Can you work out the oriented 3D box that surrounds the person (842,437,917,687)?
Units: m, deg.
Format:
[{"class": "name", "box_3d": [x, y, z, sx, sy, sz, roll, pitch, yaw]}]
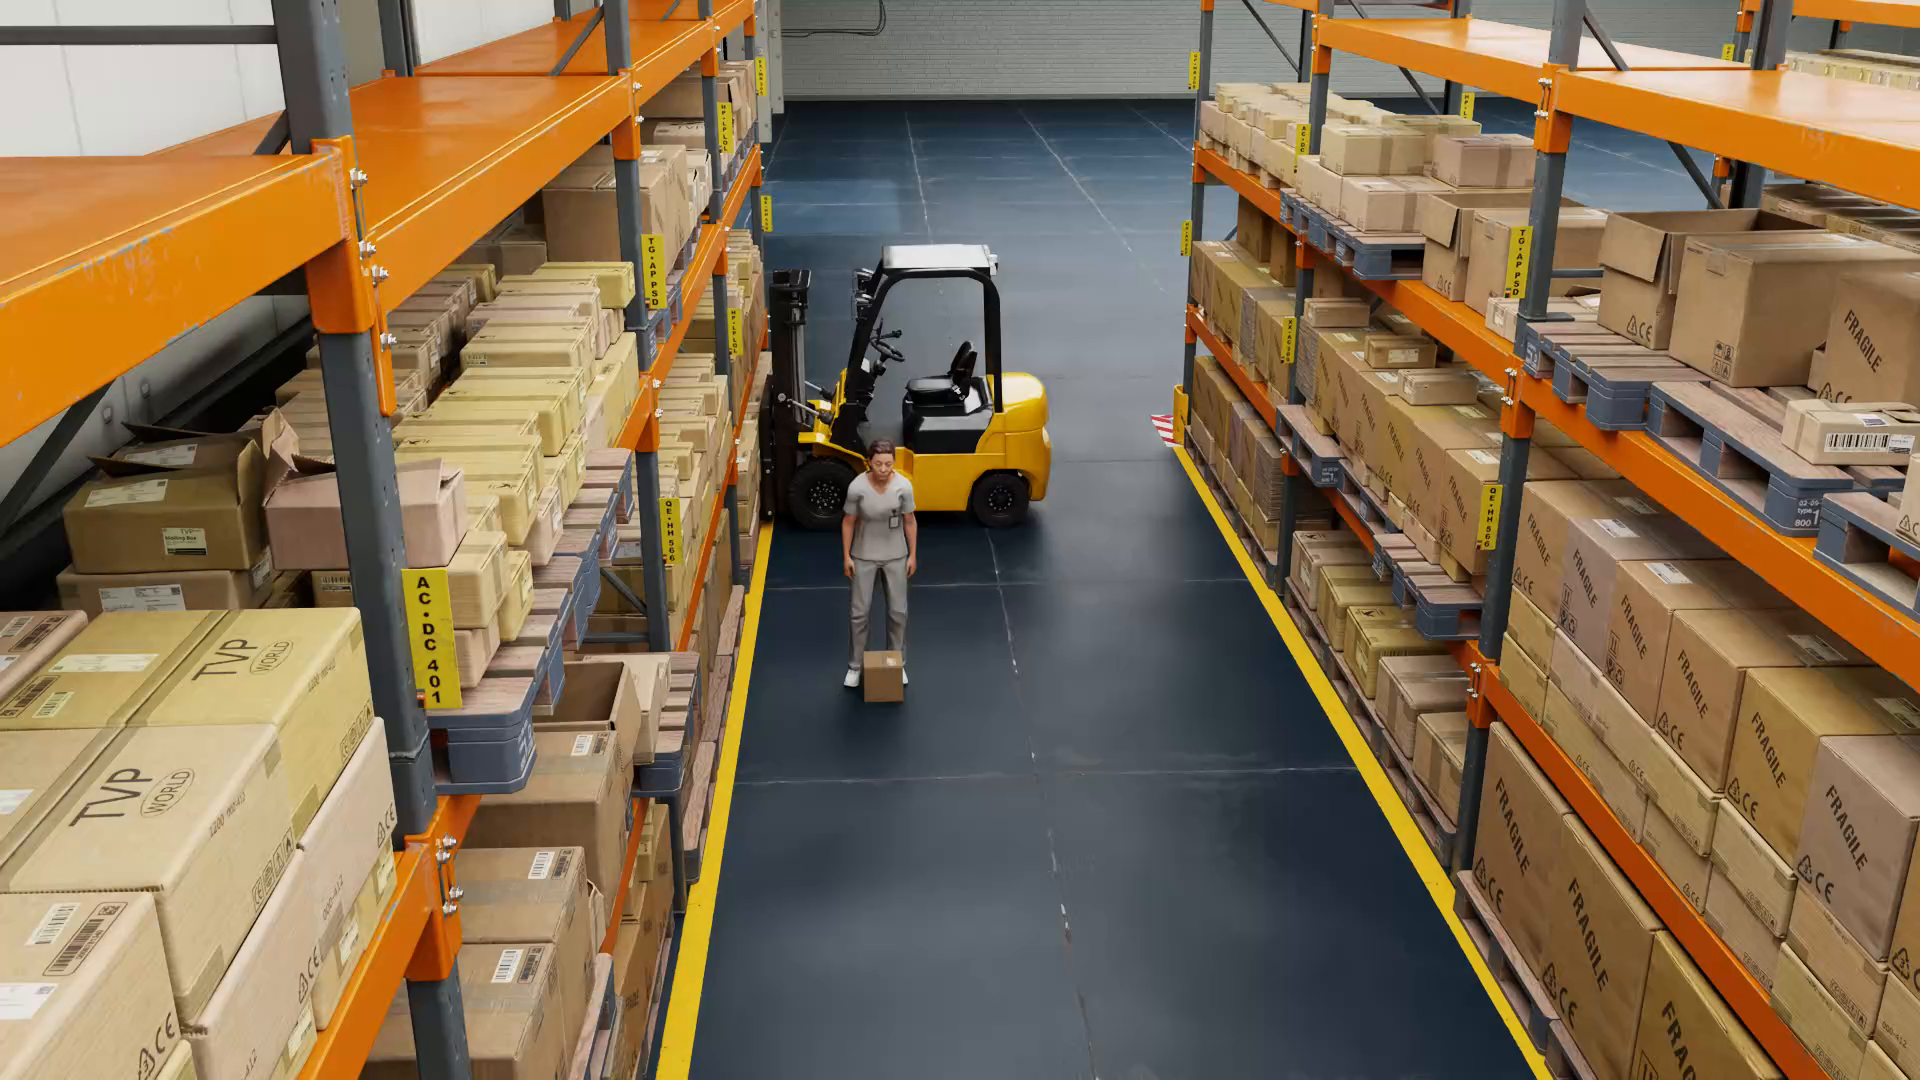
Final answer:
[{"class": "person", "box_3d": [-0.522, 0.128, 10.738, 0.501, 1.671, 0.359, -2, 21, -6]}]
